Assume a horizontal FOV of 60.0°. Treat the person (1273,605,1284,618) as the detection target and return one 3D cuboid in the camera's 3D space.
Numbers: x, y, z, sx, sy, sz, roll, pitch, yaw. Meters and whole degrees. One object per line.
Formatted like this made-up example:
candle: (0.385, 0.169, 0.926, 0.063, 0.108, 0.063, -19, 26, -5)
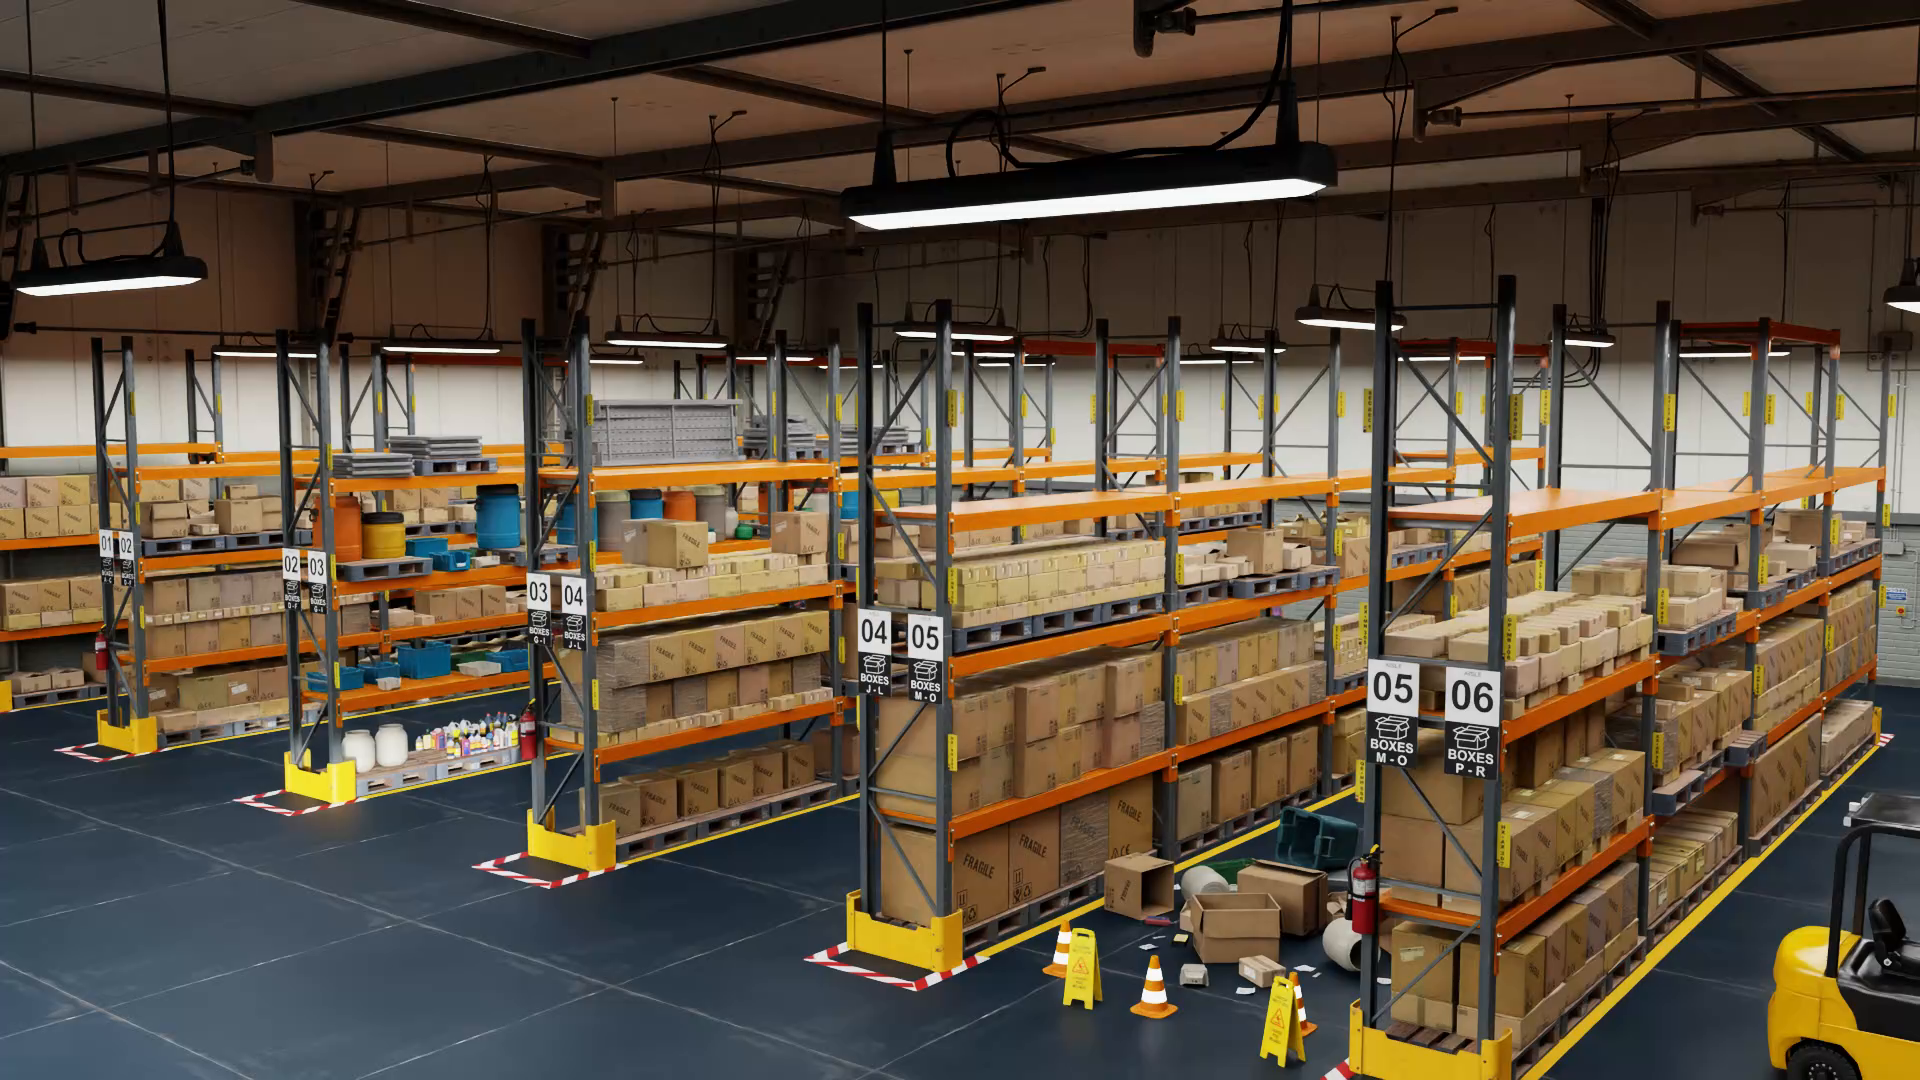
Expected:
person: (6.297, 1.487, 33.107, 0.867, 1.555, 0.410, -2, 5, -24)
